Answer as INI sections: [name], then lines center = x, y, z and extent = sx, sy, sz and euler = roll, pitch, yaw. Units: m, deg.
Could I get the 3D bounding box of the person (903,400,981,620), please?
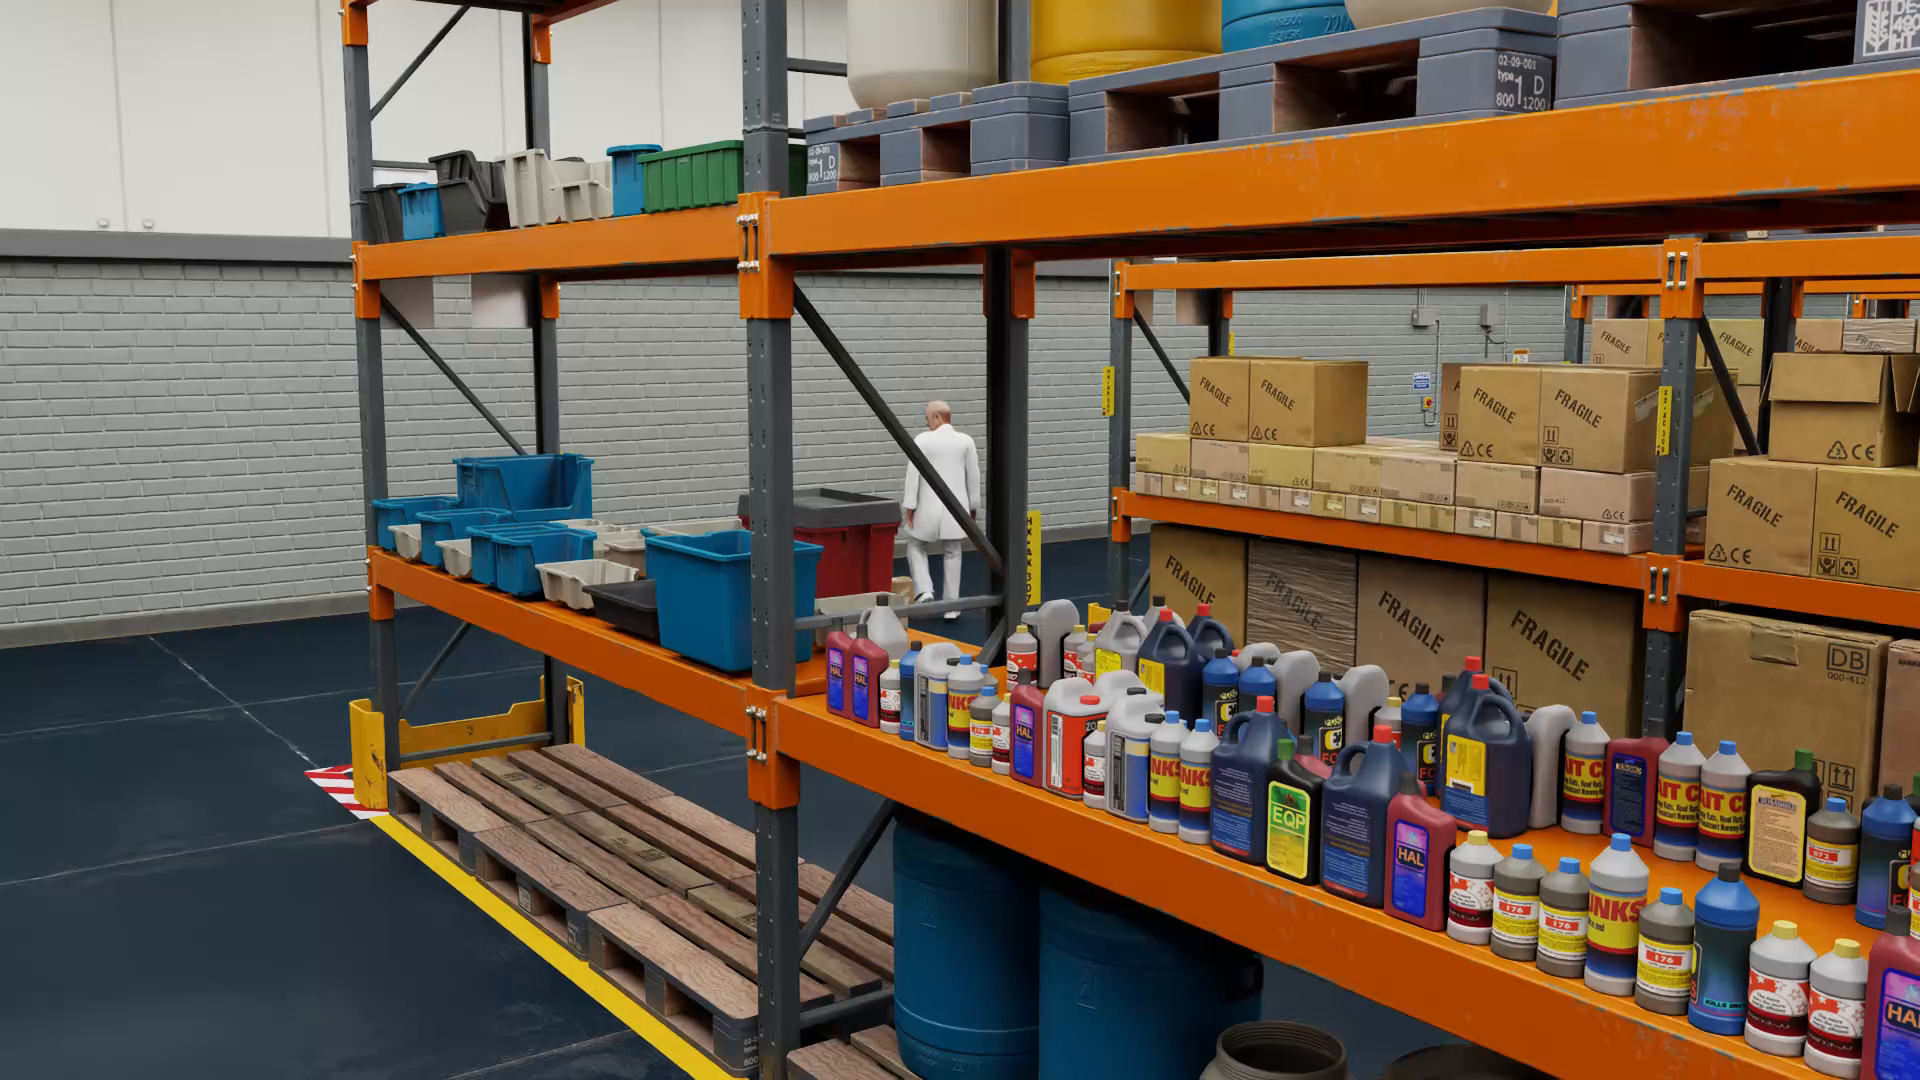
[person]
center = -0.144, -0.168, 13.479
extent = 0.657, 1.661, 0.499
euler = -1, 8, -7
